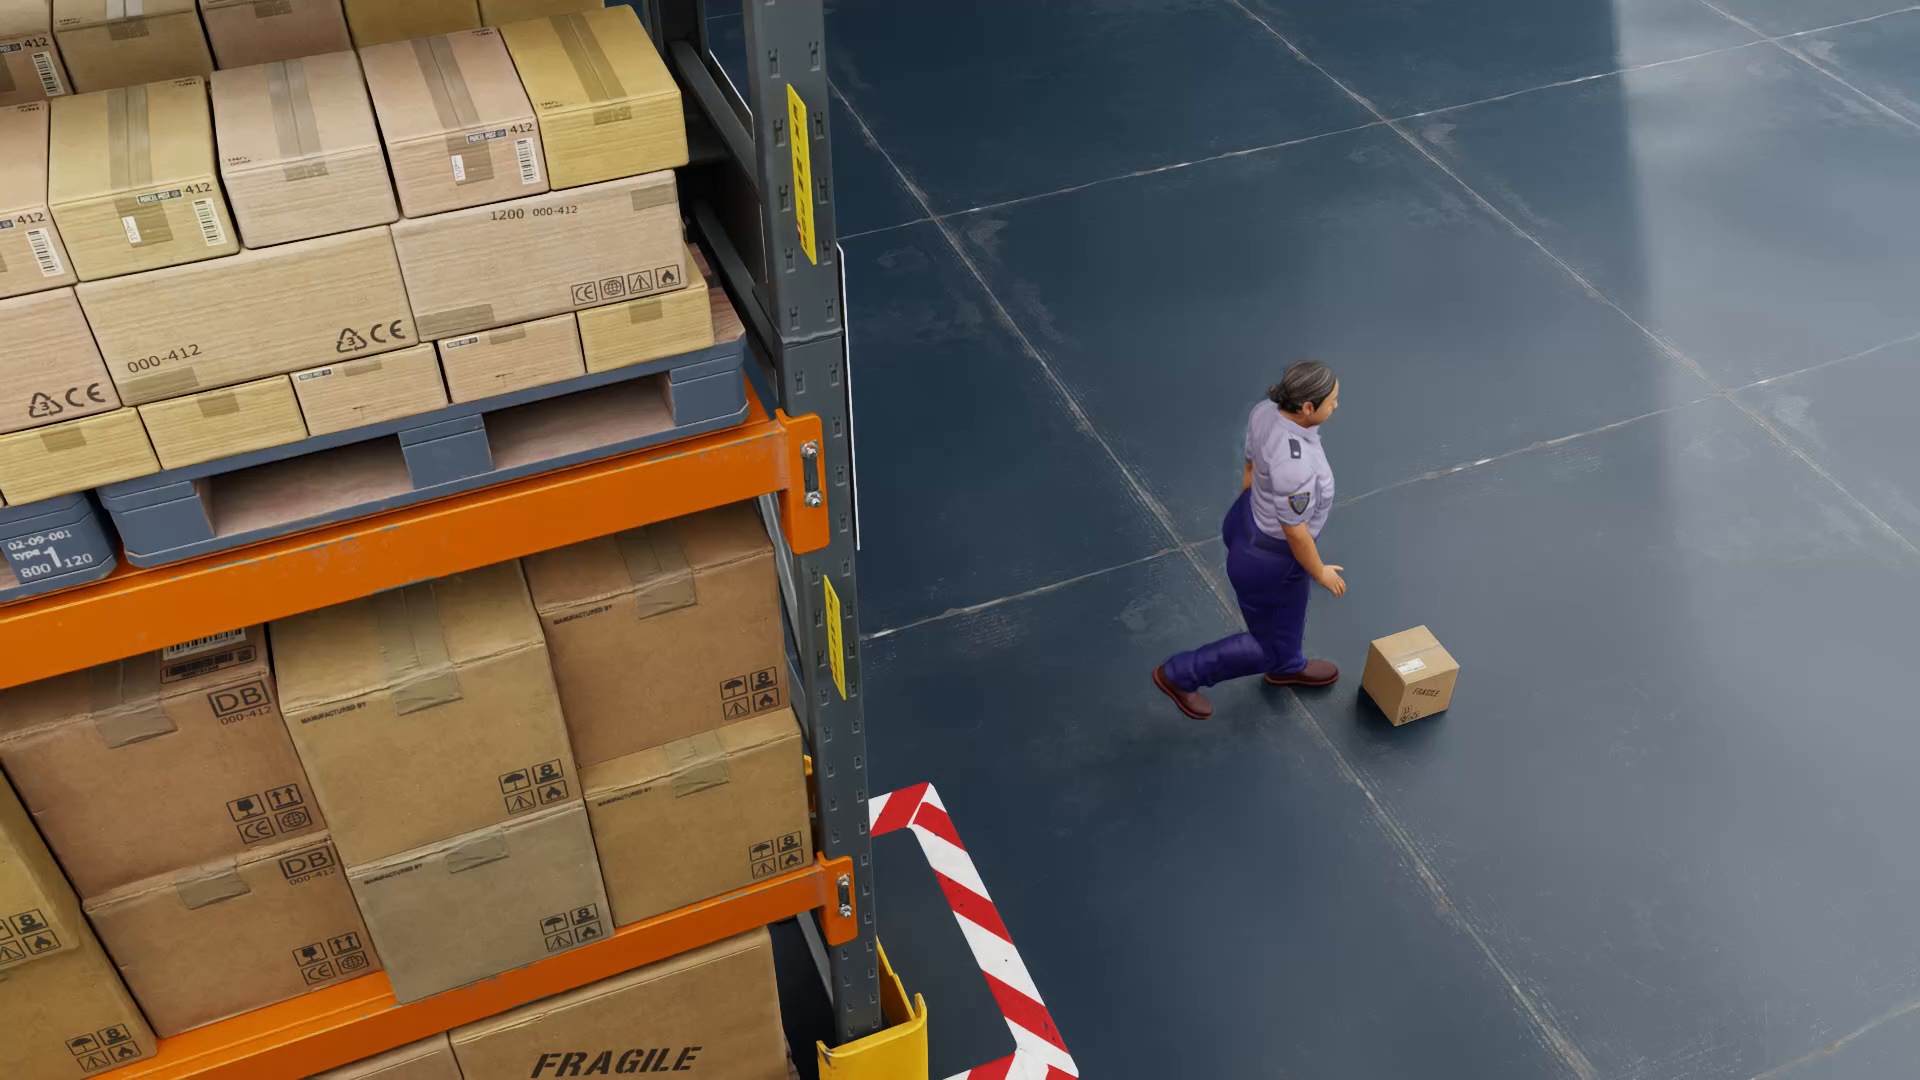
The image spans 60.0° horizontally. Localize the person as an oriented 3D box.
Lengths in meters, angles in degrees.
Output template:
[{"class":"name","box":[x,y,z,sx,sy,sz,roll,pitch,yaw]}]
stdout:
[{"class":"person","box":[1.138,0.028,6.121,0.787,1.628,0.482,1,42,1]}]
